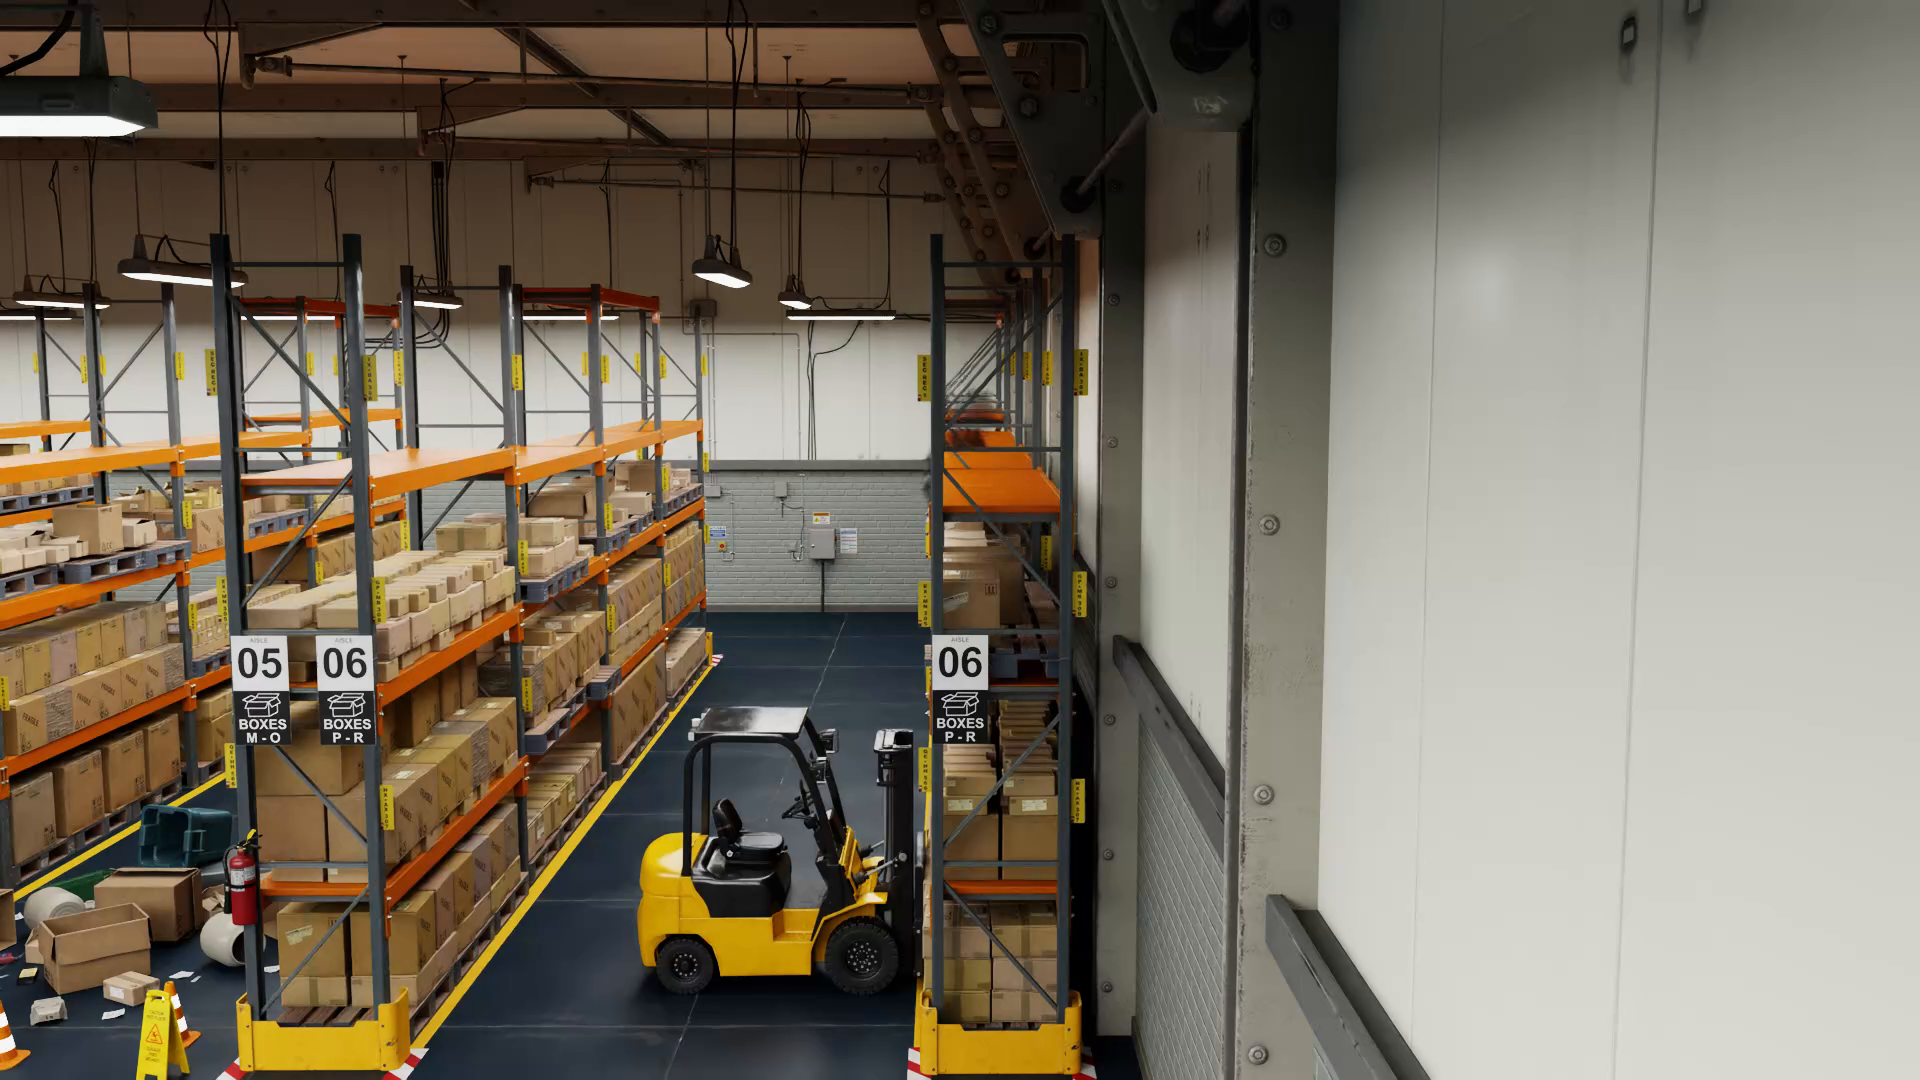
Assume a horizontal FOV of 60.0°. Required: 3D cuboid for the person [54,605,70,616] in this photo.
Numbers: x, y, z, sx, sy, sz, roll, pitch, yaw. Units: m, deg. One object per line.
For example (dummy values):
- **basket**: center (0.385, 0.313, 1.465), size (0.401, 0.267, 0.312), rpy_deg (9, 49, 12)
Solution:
- **person**: center (-12.832, 1.735, 23.886), size (0.522, 1.645, 0.751), rpy_deg (0, 6, -2)
